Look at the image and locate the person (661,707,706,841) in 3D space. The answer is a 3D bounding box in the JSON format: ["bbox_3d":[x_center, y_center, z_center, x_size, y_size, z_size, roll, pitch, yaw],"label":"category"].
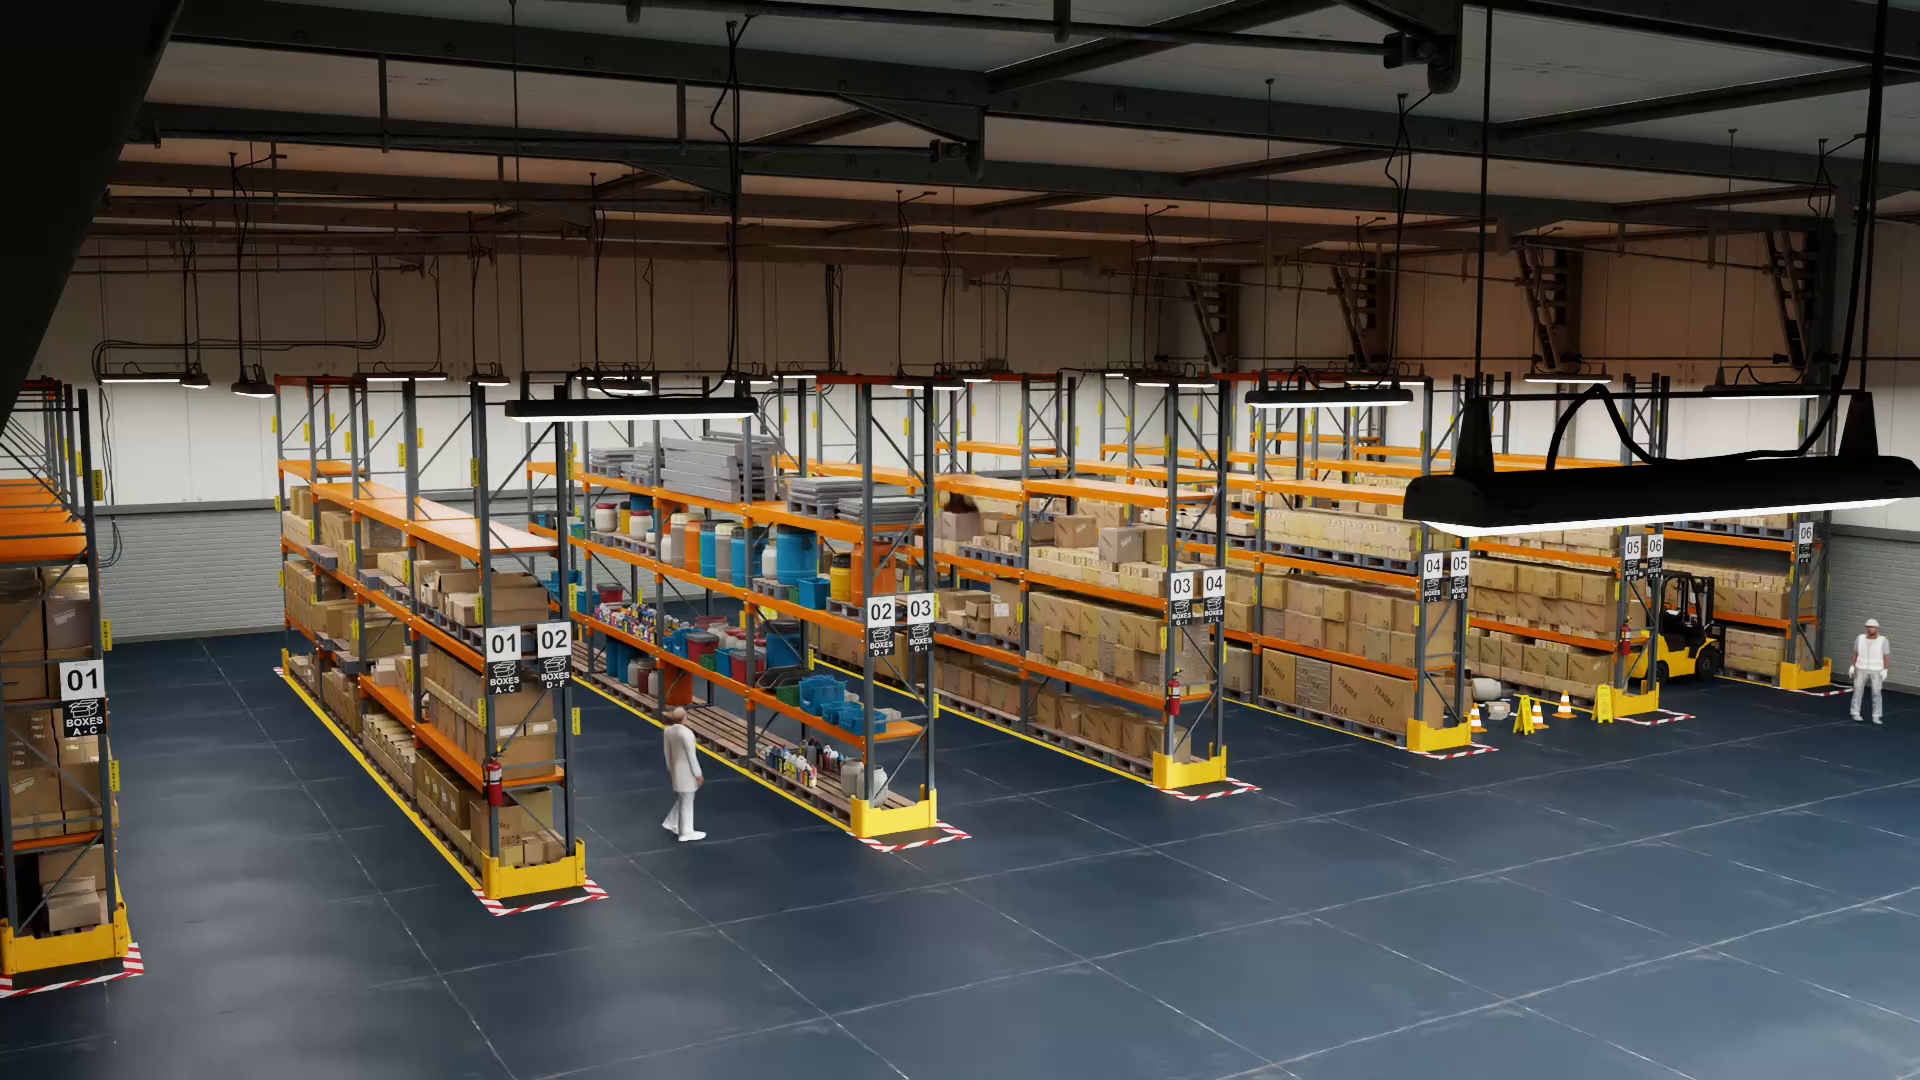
[{"bbox_3d":[-3.630,3.071,21.887,0.507,1.791,0.632,-3,7,-27],"label":"person"}]

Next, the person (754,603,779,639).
[{"bbox_3d":[-3.998,1.682,34.664,0.579,1.729,0.986,-3,7,-24],"label":"person"}]

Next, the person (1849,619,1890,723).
[{"bbox_3d":[15.837,2.267,28.975,0.599,1.790,0.385,4,8,34],"label":"person"}]
